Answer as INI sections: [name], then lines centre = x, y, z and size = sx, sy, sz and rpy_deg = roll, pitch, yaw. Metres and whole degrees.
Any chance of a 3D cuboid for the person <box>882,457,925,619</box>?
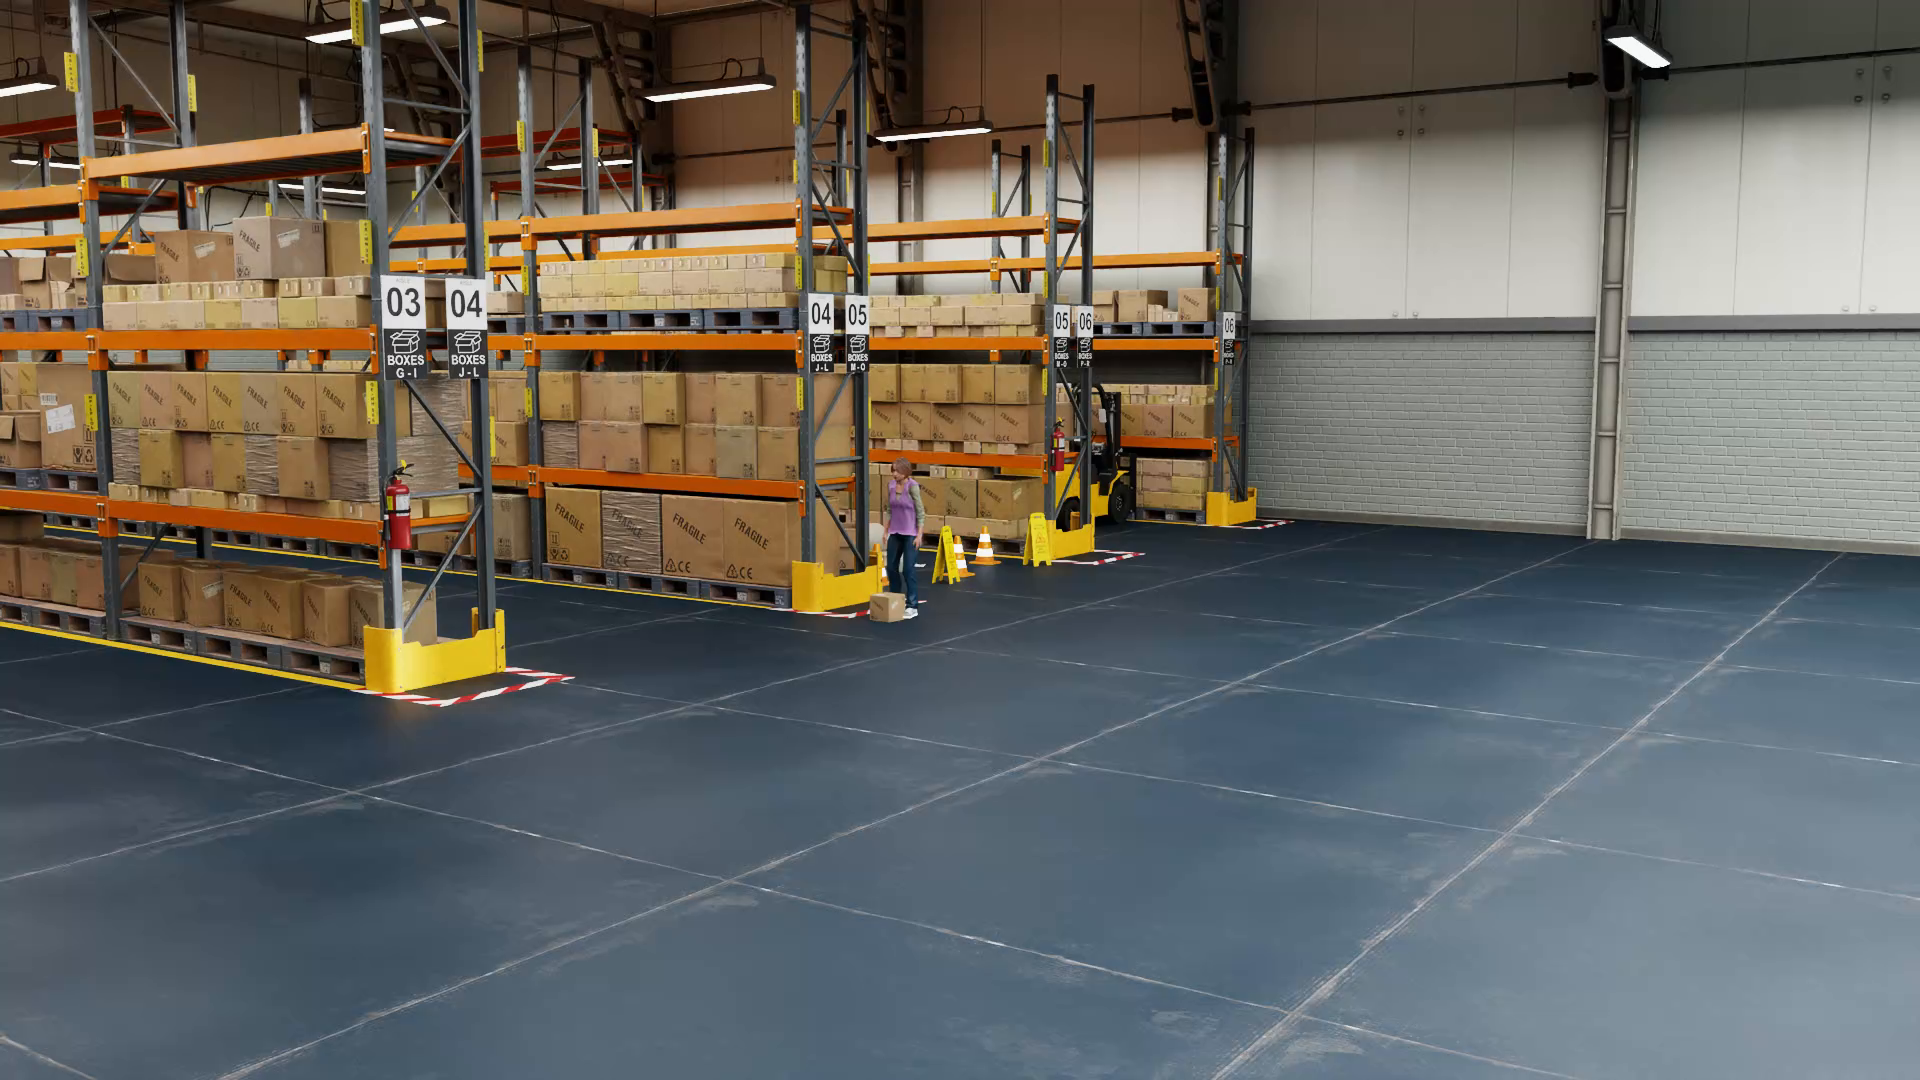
[person]
centre = -0.562, -0.029, 16.451
size = 0.484, 1.593, 0.344
rpy_deg = 5, 8, 35
